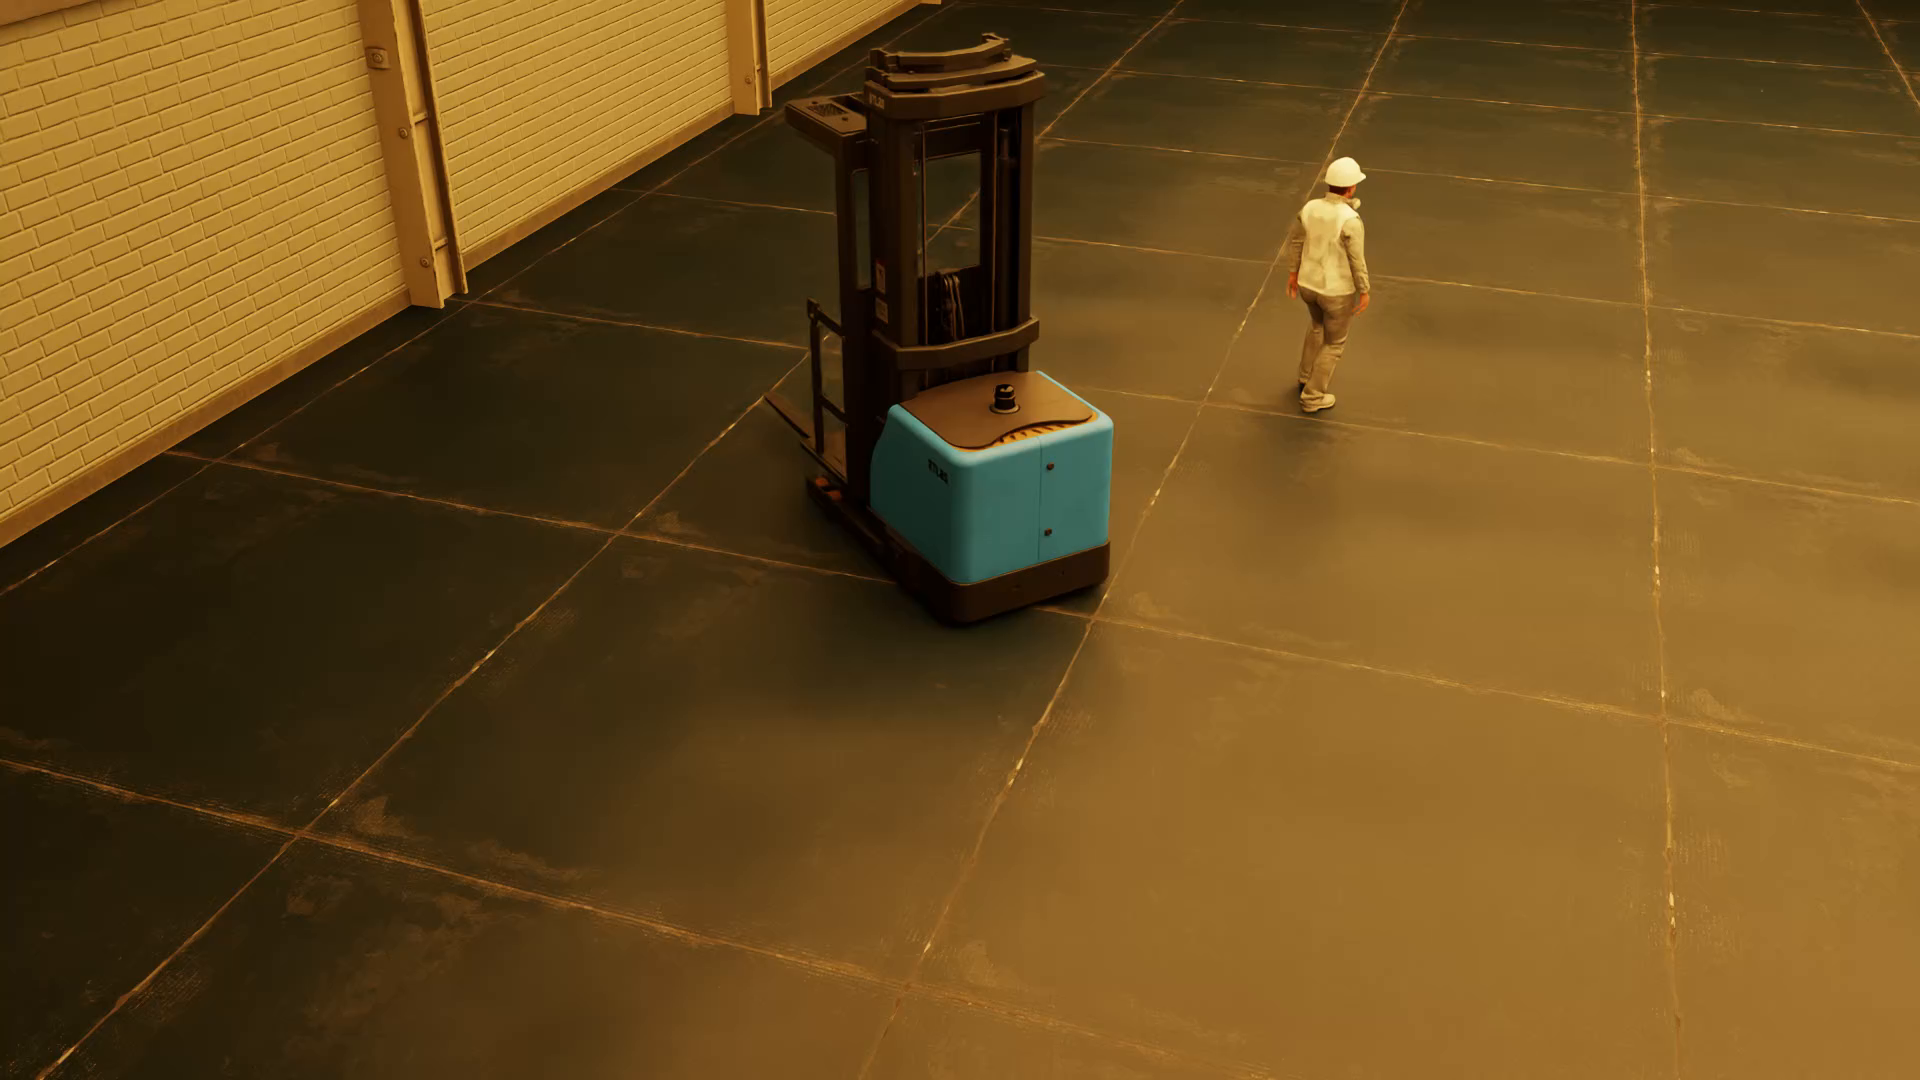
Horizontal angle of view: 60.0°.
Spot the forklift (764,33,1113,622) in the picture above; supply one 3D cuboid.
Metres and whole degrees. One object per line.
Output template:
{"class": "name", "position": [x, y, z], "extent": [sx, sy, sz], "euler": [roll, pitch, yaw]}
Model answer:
{"class": "forklift", "position": [-0.309, -1.518, 9.800], "extent": [1.130, 2.935, 3.031], "euler": [-16, 33, -26]}

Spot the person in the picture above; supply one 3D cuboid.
{"class": "person", "position": [2.560, -1.740, 11.443], "extent": [0.540, 1.817, 0.631], "euler": [-20, 35, -31]}
